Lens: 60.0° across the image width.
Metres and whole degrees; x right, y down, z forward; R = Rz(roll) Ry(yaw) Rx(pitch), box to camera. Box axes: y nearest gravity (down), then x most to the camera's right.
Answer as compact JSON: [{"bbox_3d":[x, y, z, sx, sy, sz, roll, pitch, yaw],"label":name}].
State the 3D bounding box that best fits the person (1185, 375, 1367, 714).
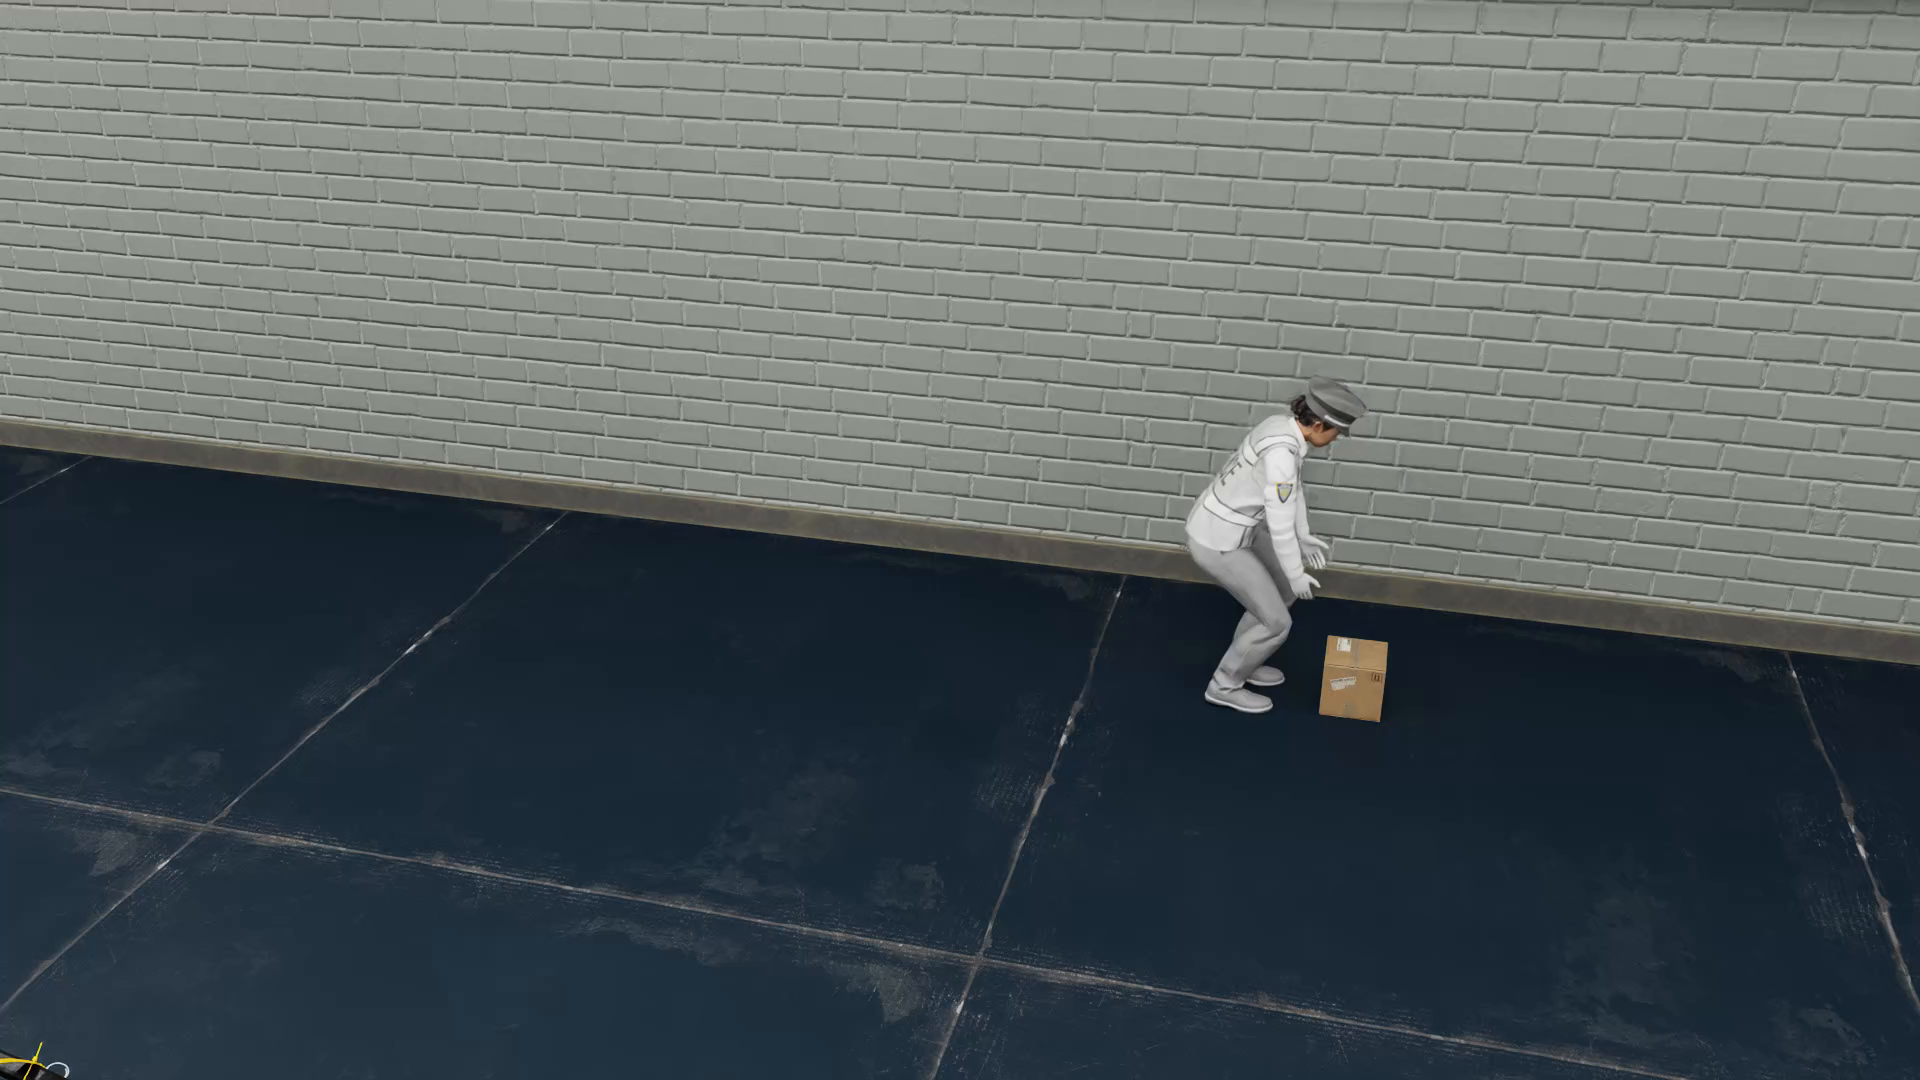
[{"bbox_3d":[1.278,0.004,6.885,0.667,1.429,0.534,6,26,13],"label":"person"}]
